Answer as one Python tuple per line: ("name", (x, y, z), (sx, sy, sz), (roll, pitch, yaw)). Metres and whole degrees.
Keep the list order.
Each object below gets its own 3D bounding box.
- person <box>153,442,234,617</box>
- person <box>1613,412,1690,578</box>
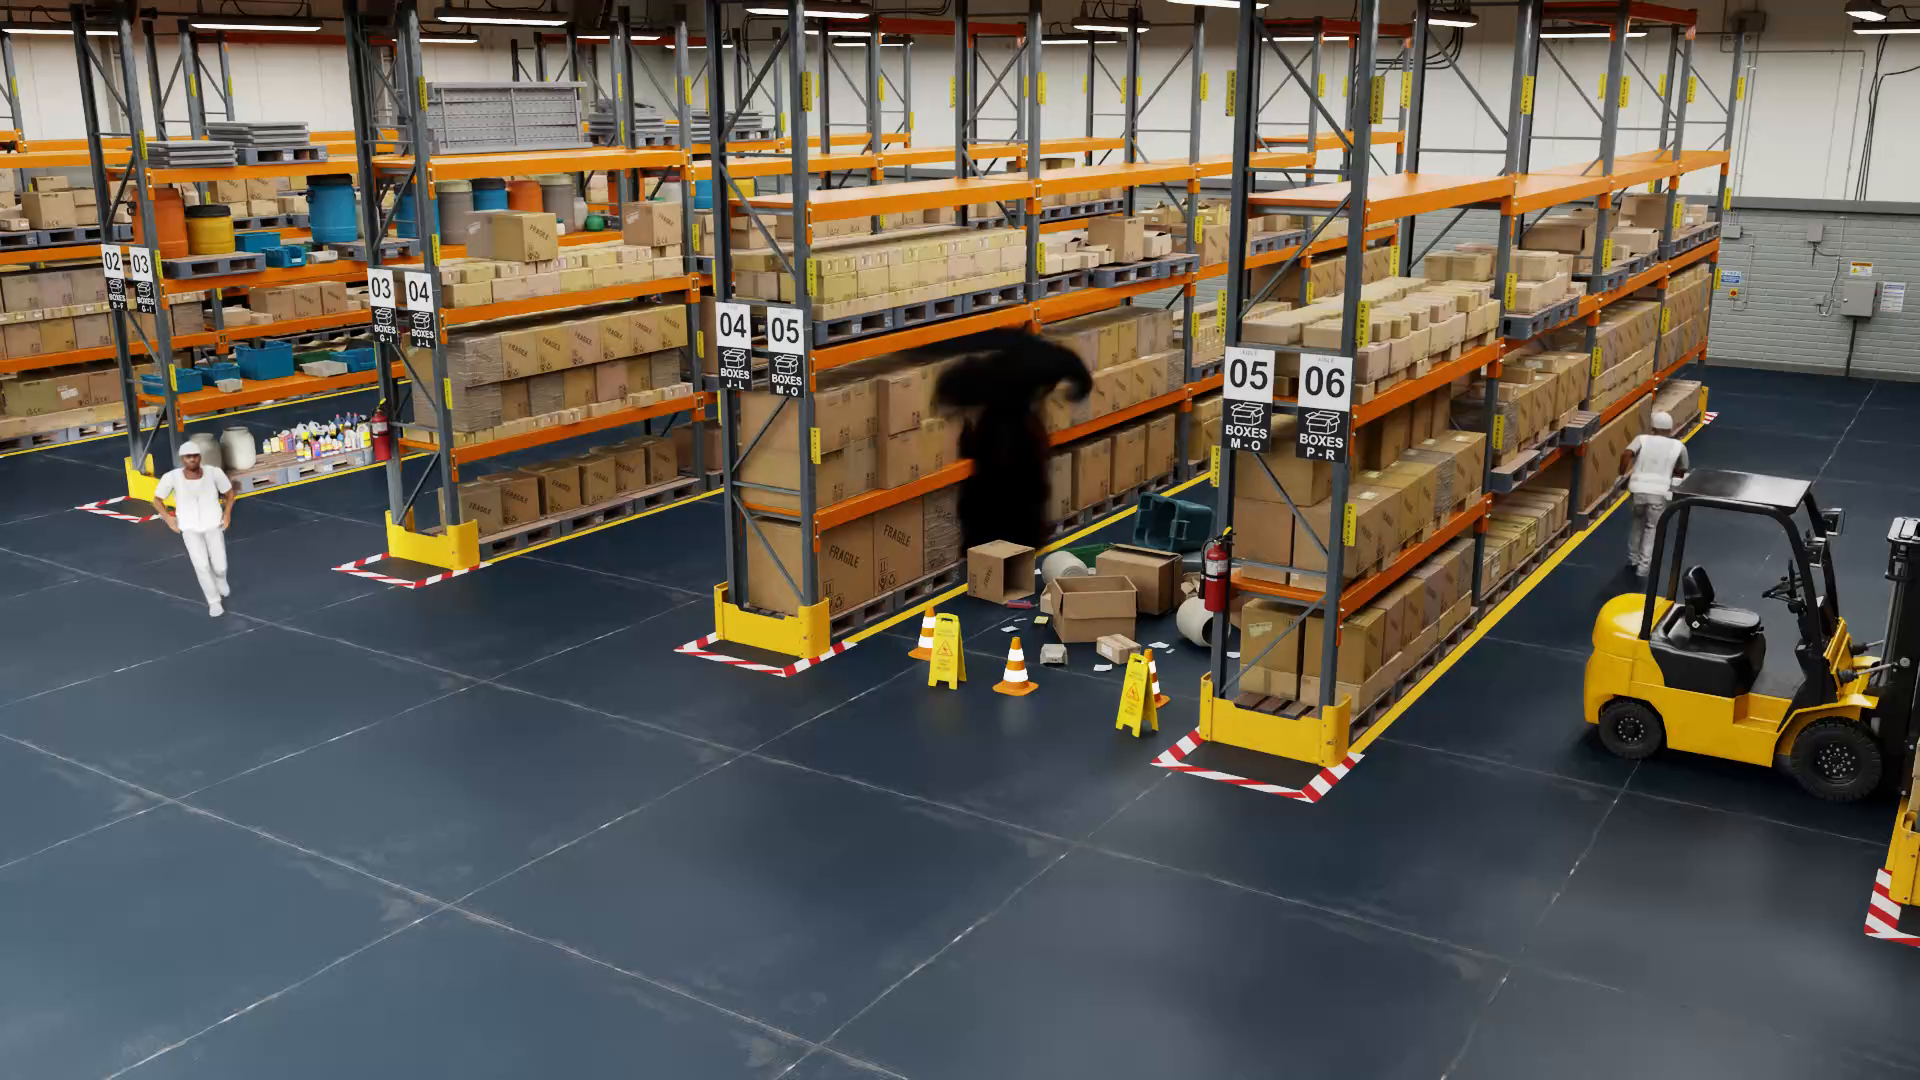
("person", (-7.567, -0.137, 16.509), (0.737, 1.740, 0.663), (-8, 17, -27))
("person", (7.312, -0.468, 17.655), (0.705, 1.748, 0.999), (9, 18, 29))
